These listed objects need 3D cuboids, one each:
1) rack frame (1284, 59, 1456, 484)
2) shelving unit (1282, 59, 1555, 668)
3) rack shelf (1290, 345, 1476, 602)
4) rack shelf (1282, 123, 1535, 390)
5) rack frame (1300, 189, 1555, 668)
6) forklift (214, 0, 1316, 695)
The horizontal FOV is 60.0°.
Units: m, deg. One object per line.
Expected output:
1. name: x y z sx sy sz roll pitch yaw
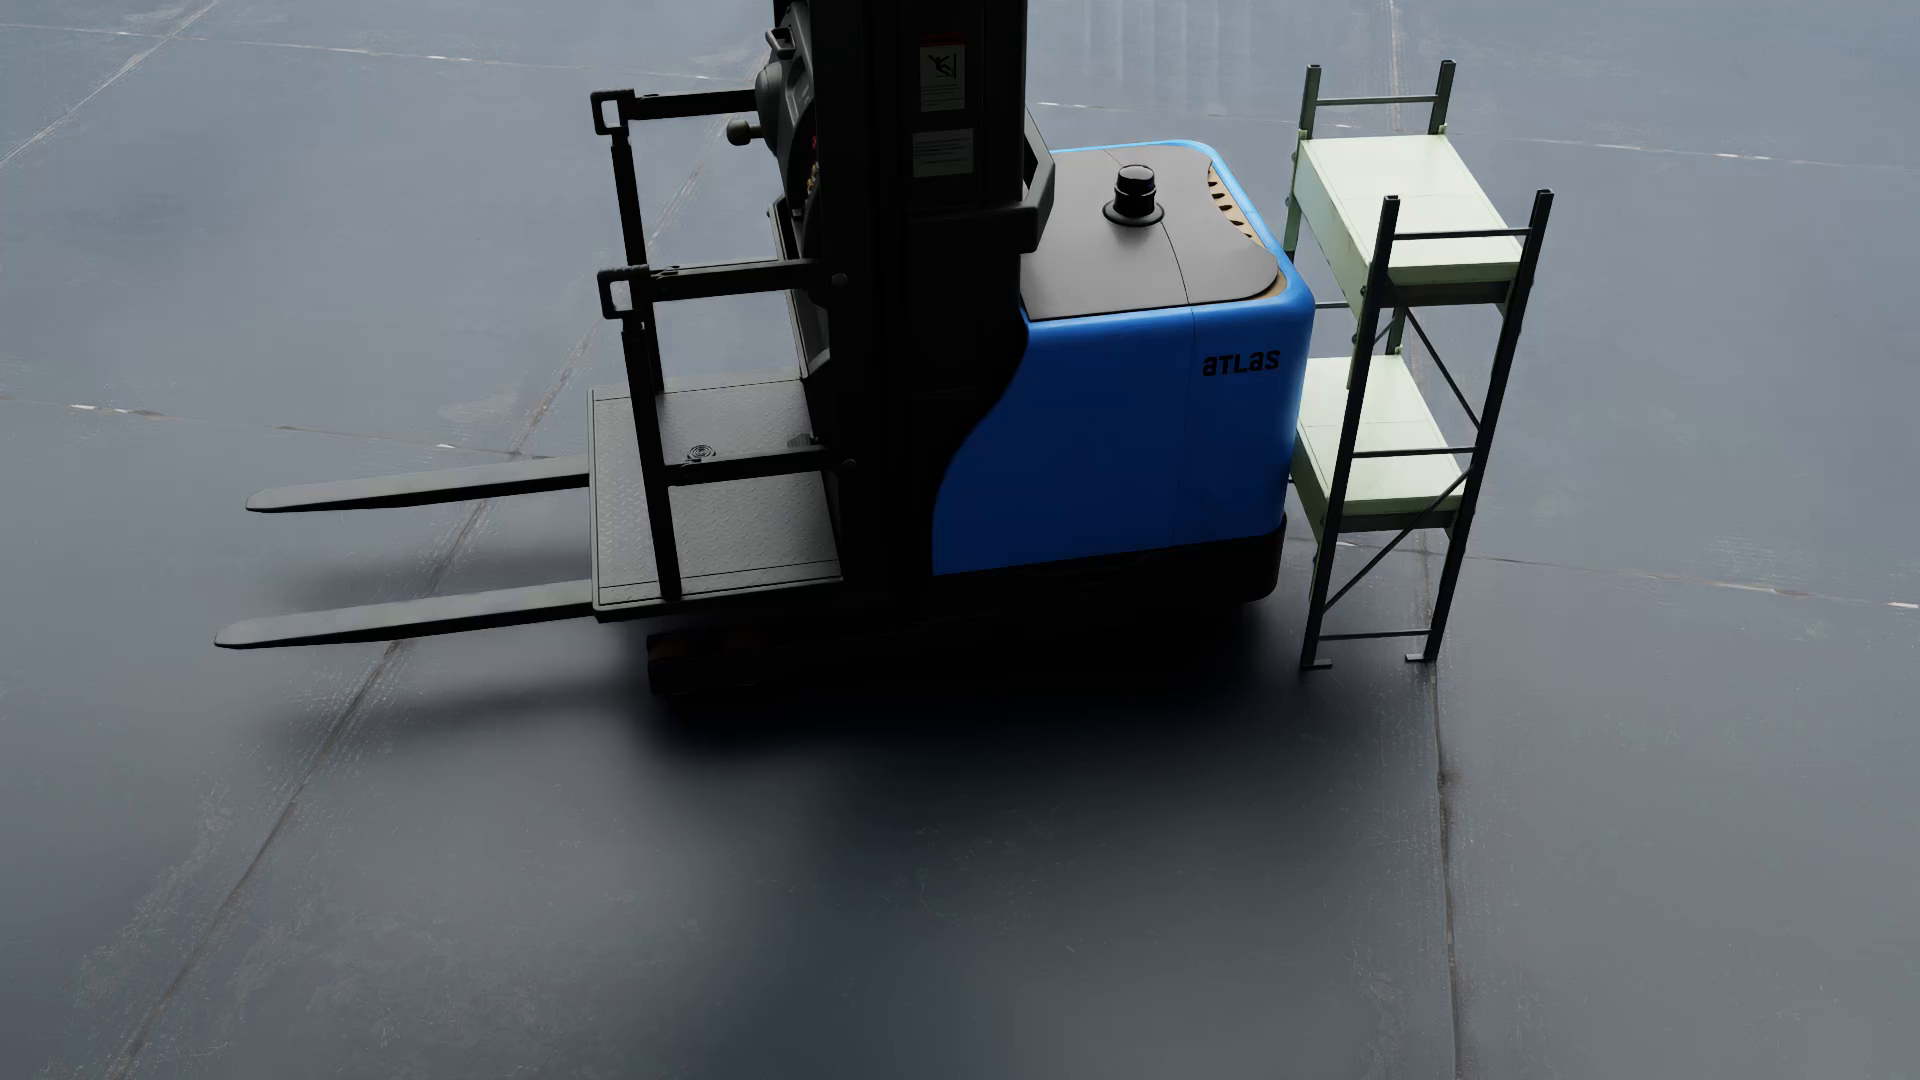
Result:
1. rack frame: 1.125 -0.691 4.909 0.400 1.500 0.023 -3 40 -4
2. shelving unit: 1.155 -0.459 4.628 0.431 1.500 0.755 -3 40 -4
3. rack shelf: 1.155 -0.208 4.836 0.431 0.370 0.720 -3 40 -4
4. rack shelf: 1.155 -0.760 4.379 0.431 0.370 0.720 -3 40 -4
5. rack frame: 1.185 -0.226 4.347 0.400 1.500 0.023 -3 40 -4
6. forklift: -0.615 -1.056 4.227 3.031 2.935 1.130 -7 40 -8
